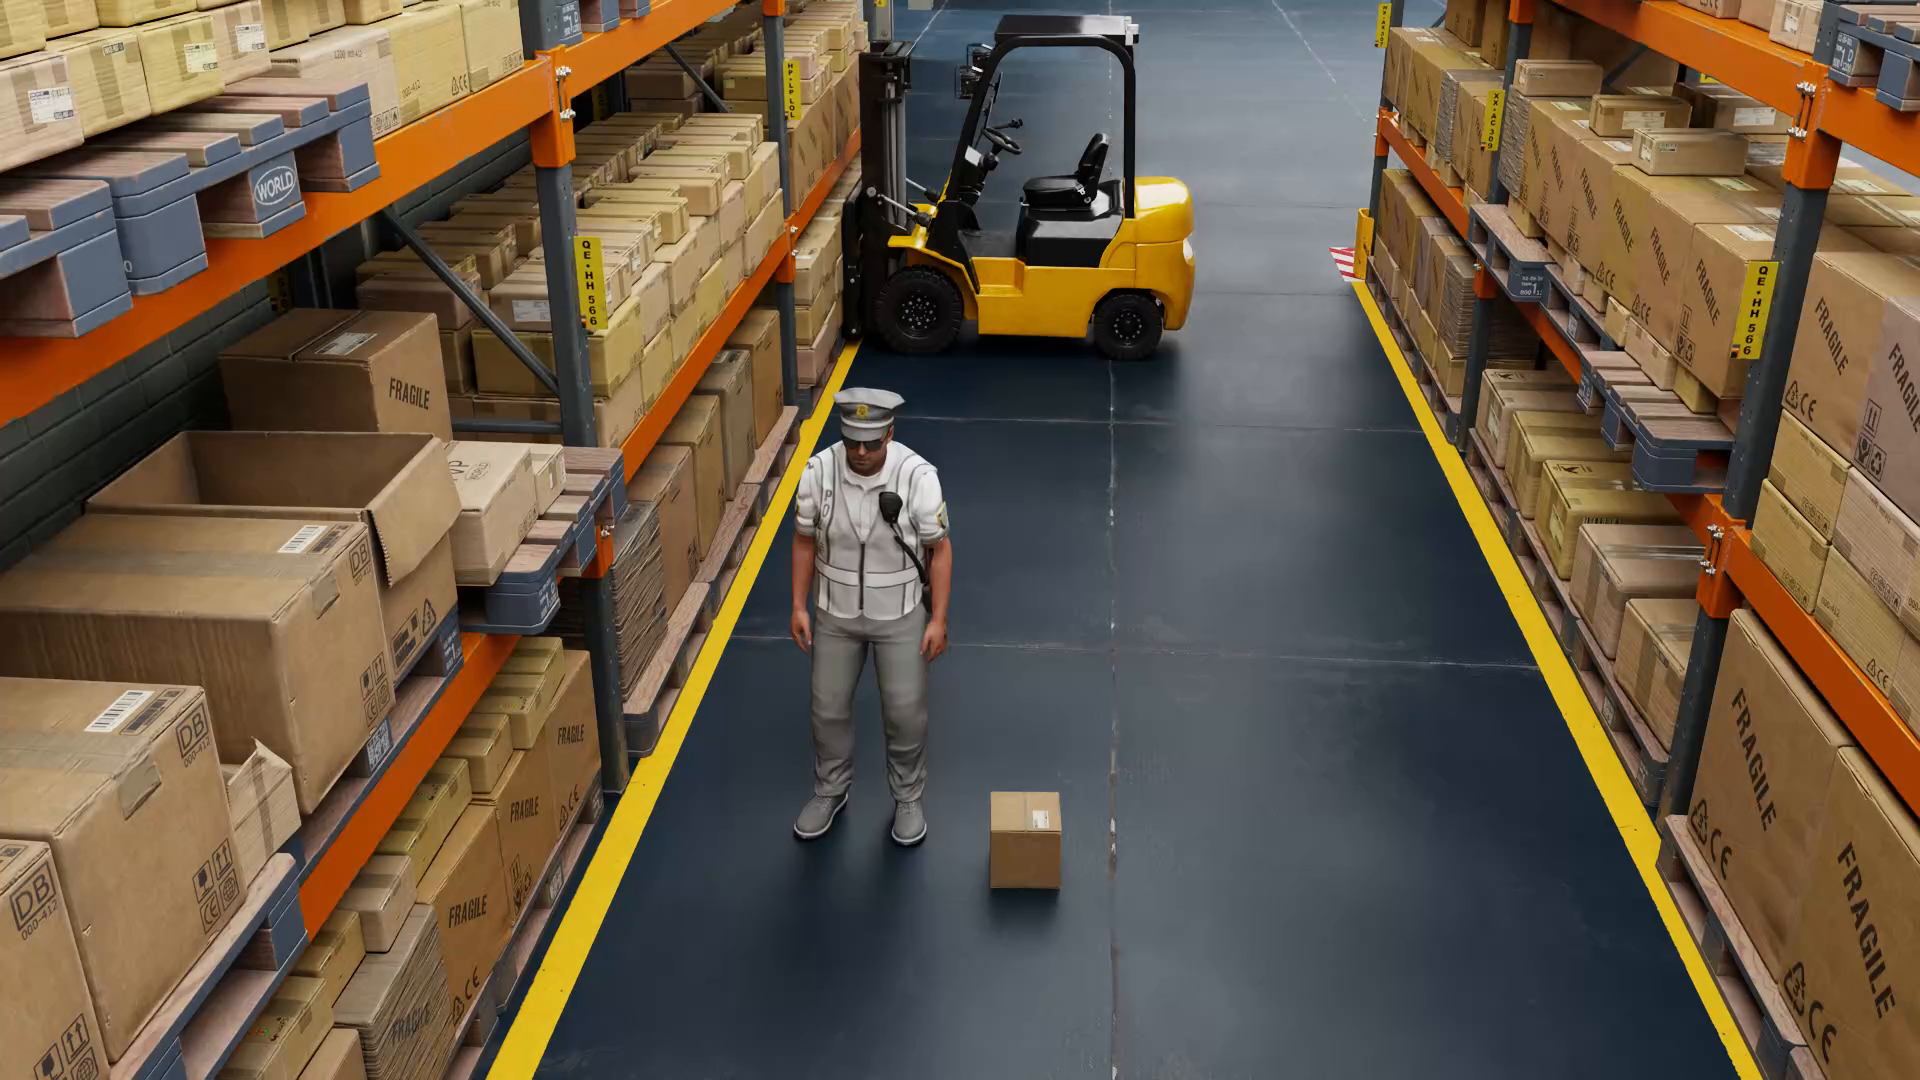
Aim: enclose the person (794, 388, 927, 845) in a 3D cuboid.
[{"bbox_3d":[-0.366,0.277,5.983,0.500,1.749,0.335,4,25,8],"label":"person"}]
